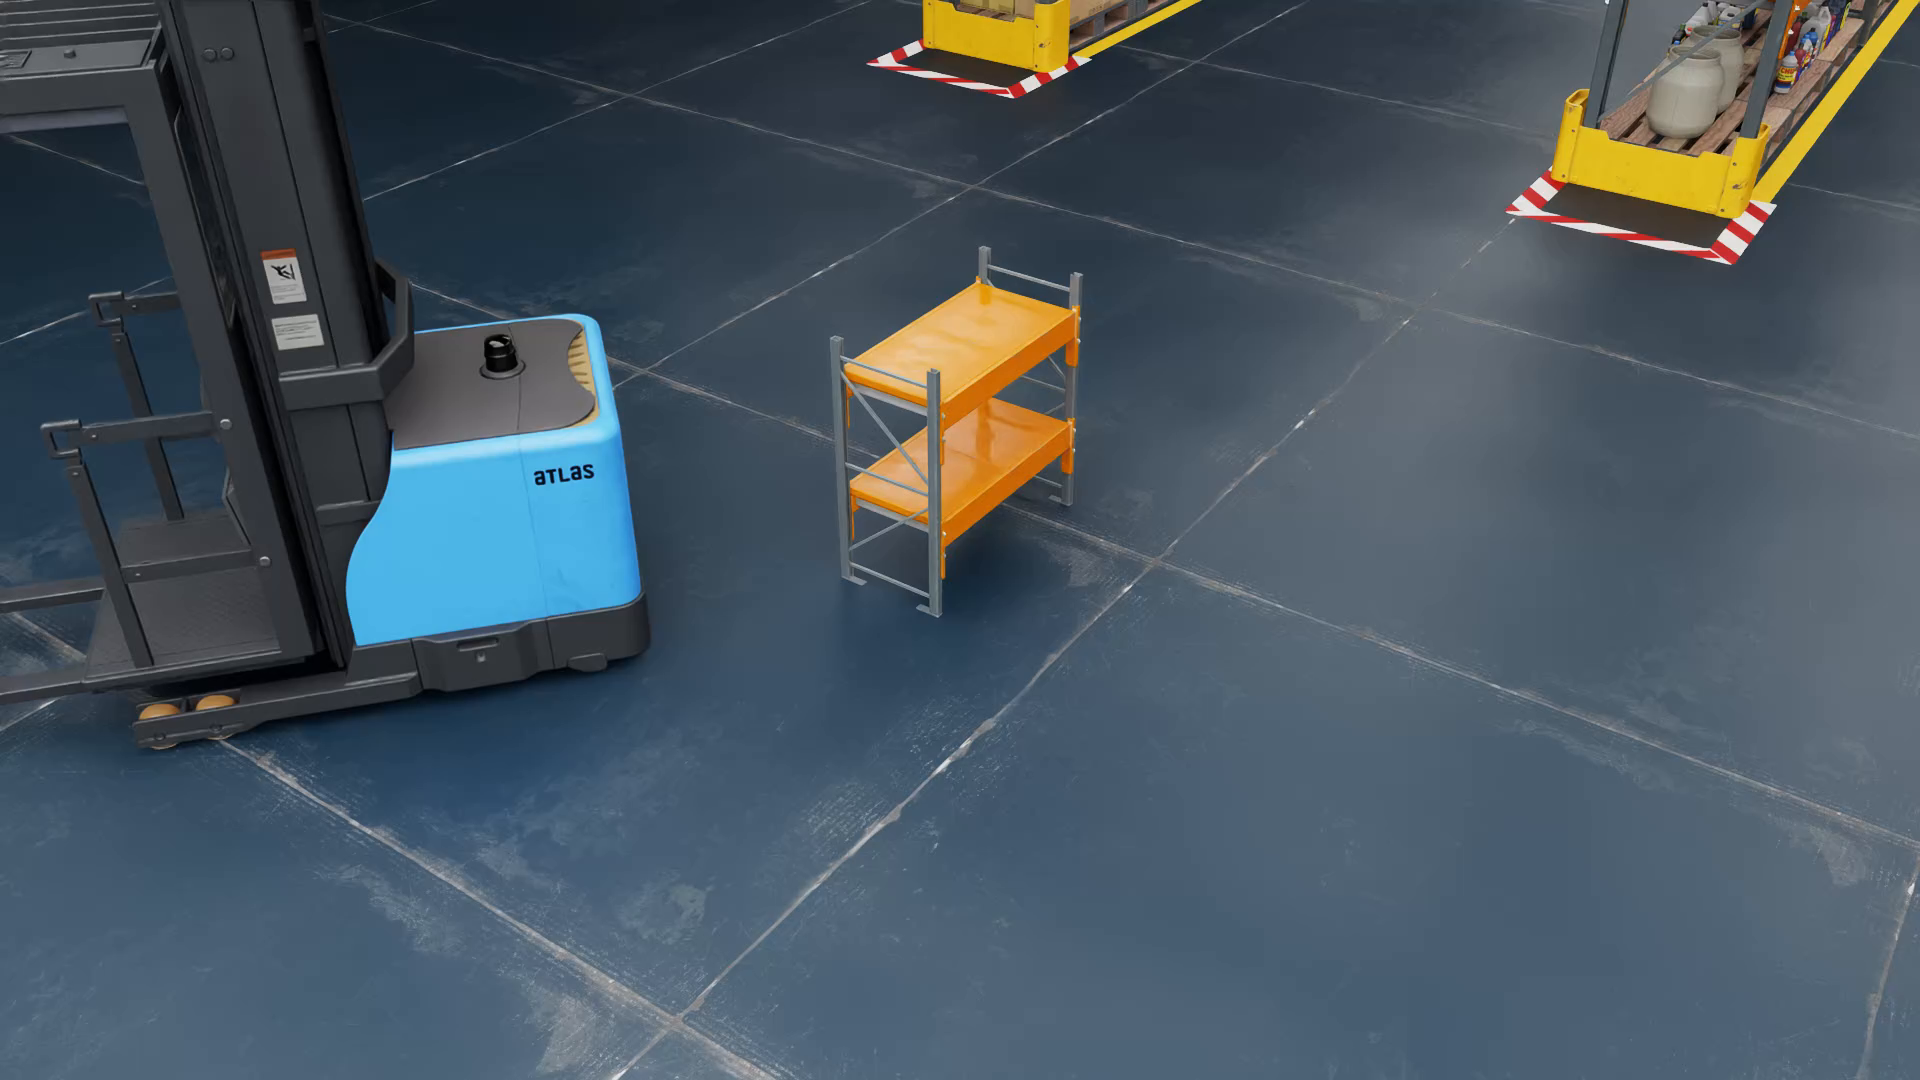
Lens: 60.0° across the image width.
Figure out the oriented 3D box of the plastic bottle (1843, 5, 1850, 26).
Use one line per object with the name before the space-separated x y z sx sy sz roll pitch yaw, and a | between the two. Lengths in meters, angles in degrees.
plastic bottle | 6.677 -4.004 12.598 0.097 0.201 0.097 0 34 0

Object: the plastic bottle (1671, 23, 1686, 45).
plastic bottle | 5.086 -3.508 11.792 0.061 0.283 0.133 22 40 29

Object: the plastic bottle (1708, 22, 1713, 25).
plastic bottle | 5.288 -3.522 11.813 0.061 0.283 0.133 21 39 28

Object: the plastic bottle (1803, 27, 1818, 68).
plastic bottle | 6.005 -3.490 11.776 0.097 0.271 0.097 0 34 0

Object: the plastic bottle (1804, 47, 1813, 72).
plastic bottle | 5.946 -3.414 11.725 0.097 0.201 0.097 0 34 0

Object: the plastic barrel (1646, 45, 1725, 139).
plastic barrel | 4.660 -2.877 10.673 0.421 0.512 0.421 0 34 0

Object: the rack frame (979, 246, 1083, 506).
rack frame | 0.294 -0.703 7.285 0.500 1.125 0.032 21 39 28

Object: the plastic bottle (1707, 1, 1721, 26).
plastic bottle | 5.477 -3.811 12.179 0.144 0.351 0.185 21 39 28

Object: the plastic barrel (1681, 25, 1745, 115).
plastic barrel | 4.946 -3.108 11.014 0.421 0.512 0.421 0 34 0

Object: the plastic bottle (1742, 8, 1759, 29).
plastic bottle | 5.945 -4.047 12.529 0.144 0.351 0.185 21 39 28

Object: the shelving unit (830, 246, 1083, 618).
shelving unit | 0.004 -0.469 6.939 0.538 1.125 1.048 21 39 28

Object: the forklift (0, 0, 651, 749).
forklift | -2.789 -0.775 5.780 3.031 2.935 1.130 -9 35 -13

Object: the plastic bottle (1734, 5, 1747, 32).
plastic bottle | 5.843 -3.955 12.463 0.097 0.271 0.097 0 34 0

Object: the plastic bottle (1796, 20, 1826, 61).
plastic bottle | 6.108 -3.602 11.938 0.152 0.276 0.135 22 40 29

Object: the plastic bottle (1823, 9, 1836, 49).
plastic bottle | 6.330 -3.739 12.134 0.061 0.283 0.133 24 41 31

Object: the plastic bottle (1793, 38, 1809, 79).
plastic bottle | 5.833 -3.351 11.570 0.097 0.271 0.097 0 34 0

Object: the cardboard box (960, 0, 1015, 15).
cardboard box | 0.343 -4.366 13.109 0.500 0.250 0.500 21 39 28

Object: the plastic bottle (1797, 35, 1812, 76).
plastic bottle | 5.890 -3.397 11.638 0.097 0.271 0.097 0 34 0

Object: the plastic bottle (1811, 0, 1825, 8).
plastic bottle | 6.379 -3.990 12.444 0.144 0.351 0.185 21 39 28

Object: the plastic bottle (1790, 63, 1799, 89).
plastic bottle | 5.696 -3.212 11.427 0.097 0.201 0.097 0 34 0

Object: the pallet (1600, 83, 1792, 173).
pallet | 4.820 -2.673 11.015 1.003 0.211 1.213 21 39 28

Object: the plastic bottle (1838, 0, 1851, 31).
plastic bottle | 6.625 -3.977 12.486 0.061 0.283 0.133 23 41 30

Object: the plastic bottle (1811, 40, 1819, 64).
plastic bottle | 6.063 -3.508 11.865 0.097 0.201 0.097 0 34 0

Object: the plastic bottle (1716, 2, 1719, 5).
plastic bottle | 5.591 -3.916 12.395 0.061 0.283 0.133 23 40 30

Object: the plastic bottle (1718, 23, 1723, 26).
plastic bottle | 5.495 -3.645 12.067 0.097 0.201 0.097 0 34 0

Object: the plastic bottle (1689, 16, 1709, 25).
plastic bottle | 5.280 -3.617 11.959 0.152 0.276 0.135 20 39 27

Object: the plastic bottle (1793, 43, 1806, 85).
plastic bottle | 5.781 -3.297 11.479 0.061 0.283 0.133 22 40 29

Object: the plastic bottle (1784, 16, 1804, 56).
plastic bottle | 6.020 -3.639 11.985 0.061 0.283 0.133 21 39 28

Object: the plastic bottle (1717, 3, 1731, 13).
plastic bottle | 5.666 -3.894 12.373 0.097 0.271 0.097 0 34 0

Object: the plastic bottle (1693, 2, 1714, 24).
plastic bottle | 5.371 -3.725 12.053 0.144 0.351 0.185 23 40 30

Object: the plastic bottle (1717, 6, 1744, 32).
plastic bottle | 5.613 -3.744 12.147 0.152 0.276 0.135 21 39 28

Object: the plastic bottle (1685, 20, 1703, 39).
plastic bottle | 5.201 -3.553 11.864 0.152 0.276 0.135 22 40 29

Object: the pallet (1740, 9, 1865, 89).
pallet | 6.211 -3.796 12.675 1.003 0.211 1.213 21 39 28

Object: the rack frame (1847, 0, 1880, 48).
rack frame | 6.628 -5.247 12.331 1.000 3.000 0.127 21 39 28

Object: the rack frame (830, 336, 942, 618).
rack frame | -0.286 -0.235 6.594 0.500 1.125 0.032 21 39 28

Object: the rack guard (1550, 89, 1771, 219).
rack guard | 4.352 -2.421 10.383 1.175 0.500 0.348 21 39 28

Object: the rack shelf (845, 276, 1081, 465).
rack shelf | 0.004 -0.712 6.776 0.538 0.278 1.000 21 39 28

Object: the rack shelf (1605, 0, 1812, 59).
rack shelf | 5.488 -4.029 11.172 1.077 0.370 4.000 21 39 28

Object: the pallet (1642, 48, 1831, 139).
pallet | 5.516 -3.232 11.841 1.003 0.211 1.213 21 39 28

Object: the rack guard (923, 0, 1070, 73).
rack guard | 0.267 -3.944 12.635 1.175 0.500 0.348 21 39 28

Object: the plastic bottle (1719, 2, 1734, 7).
plastic bottle | 5.719 -4.006 12.468 0.144 0.351 0.185 20 39 26

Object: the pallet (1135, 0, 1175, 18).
pallet | 1.378 -4.760 14.100 1.003 0.211 1.213 21 39 28

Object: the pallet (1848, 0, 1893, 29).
pallet | 7.044 -4.466 13.665 1.003 0.211 1.213 21 39 28

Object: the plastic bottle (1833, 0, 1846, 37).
plastic bottle | 6.498 -3.944 12.376 0.144 0.351 0.185 20 39 27

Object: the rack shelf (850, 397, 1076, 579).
rack shelf | 0.004 -0.267 7.076 0.538 0.278 1.000 21 39 28

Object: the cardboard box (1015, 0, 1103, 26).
cardboard box | 0.769 -4.201 12.864 0.500 0.250 0.500 21 39 28

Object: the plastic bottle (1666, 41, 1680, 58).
plastic bottle | 5.034 -3.415 11.727 0.097 0.201 0.097 0 34 0

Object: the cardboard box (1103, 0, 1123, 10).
cardboard box | 1.051 -4.432 13.206 0.500 0.250 0.500 21 39 28

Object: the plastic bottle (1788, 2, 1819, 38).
plastic bottle | 6.252 -3.860 12.319 0.152 0.276 0.135 21 39 28

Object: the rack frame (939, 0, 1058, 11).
rack frame | 0.280 -4.990 11.951 1.000 3.000 0.127 21 39 28

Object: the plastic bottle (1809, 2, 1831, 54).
plastic bottle | 6.204 -3.707 12.025 0.144 0.351 0.185 21 39 28

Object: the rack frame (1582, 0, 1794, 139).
rack frame | 4.347 -3.406 9.609 1.000 3.000 0.127 21 39 28

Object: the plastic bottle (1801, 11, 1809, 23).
plastic bottle | 6.105 -3.700 12.075 0.061 0.283 0.133 21 39 28

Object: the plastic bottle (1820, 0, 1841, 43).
plastic bottle | 6.388 -3.855 12.245 0.144 0.351 0.185 19 39 26

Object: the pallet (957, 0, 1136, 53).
pallet | 0.682 -4.200 13.273 1.003 0.211 1.213 21 39 28

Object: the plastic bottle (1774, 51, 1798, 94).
plastic bottle | 5.637 -3.193 11.337 0.097 0.271 0.097 0 34 0
